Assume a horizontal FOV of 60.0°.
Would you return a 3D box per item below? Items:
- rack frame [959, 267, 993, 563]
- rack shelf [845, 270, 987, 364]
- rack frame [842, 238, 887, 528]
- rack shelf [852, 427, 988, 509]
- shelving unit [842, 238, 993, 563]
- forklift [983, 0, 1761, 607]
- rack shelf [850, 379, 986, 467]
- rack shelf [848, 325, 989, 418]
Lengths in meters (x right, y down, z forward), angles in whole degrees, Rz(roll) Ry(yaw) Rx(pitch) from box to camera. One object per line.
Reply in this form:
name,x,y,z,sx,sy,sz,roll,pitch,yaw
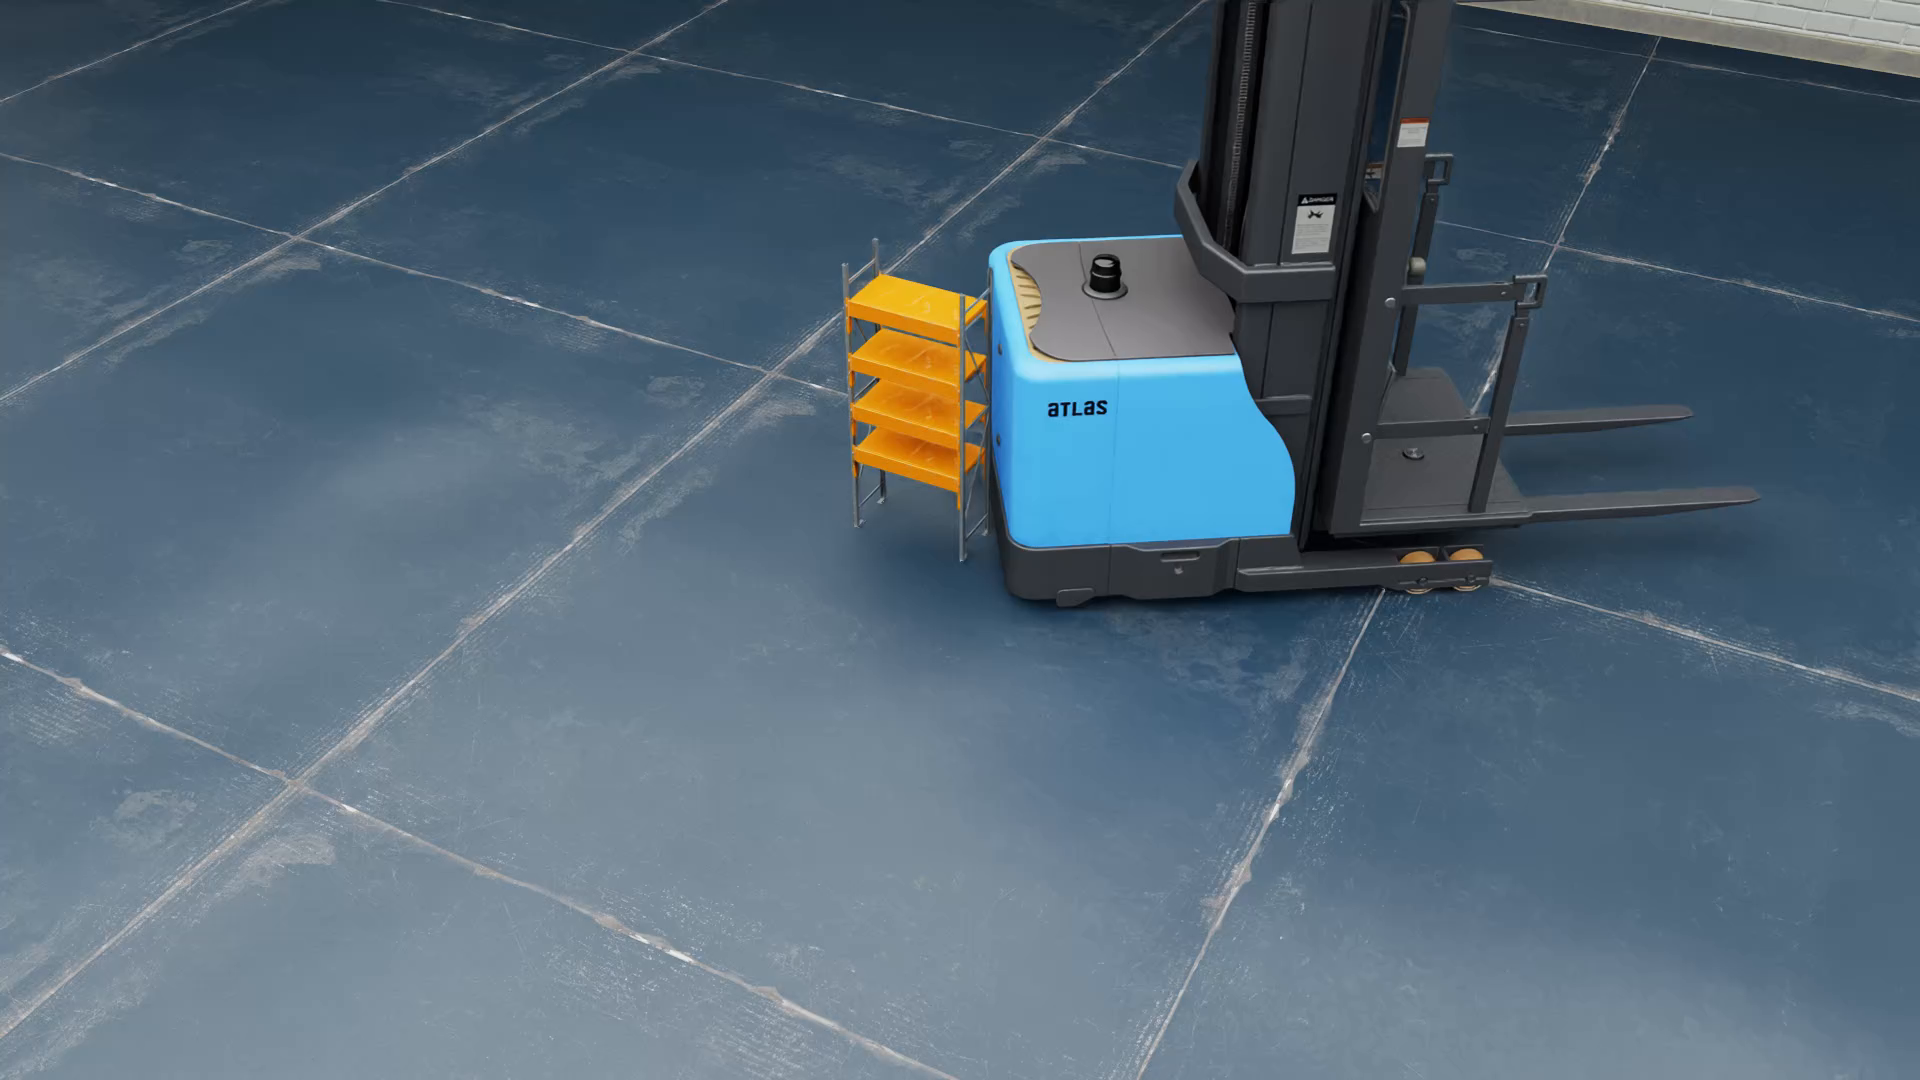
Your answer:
rack frame,0.060,-0.454,6.356,0.015,1.200,0.240,18,41,22
rack shelf,-0.155,-0.836,6.209,0.480,0.148,0.258,18,41,22
rack frame,-0.371,-0.592,6.538,0.015,1.200,0.240,18,41,22
rack shelf,-0.155,-0.311,6.608,0.480,0.148,0.258,18,41,22
shelving unit,-0.155,-0.523,6.447,0.503,1.200,0.258,18,41,22
forklift,1.646,-1.274,6.004,3.031,2.935,1.130,-3,37,-4
rack shelf,-0.155,-0.470,6.487,0.480,0.148,0.258,18,41,22
rack shelf,-0.155,-0.648,6.352,0.480,0.148,0.258,18,41,22
